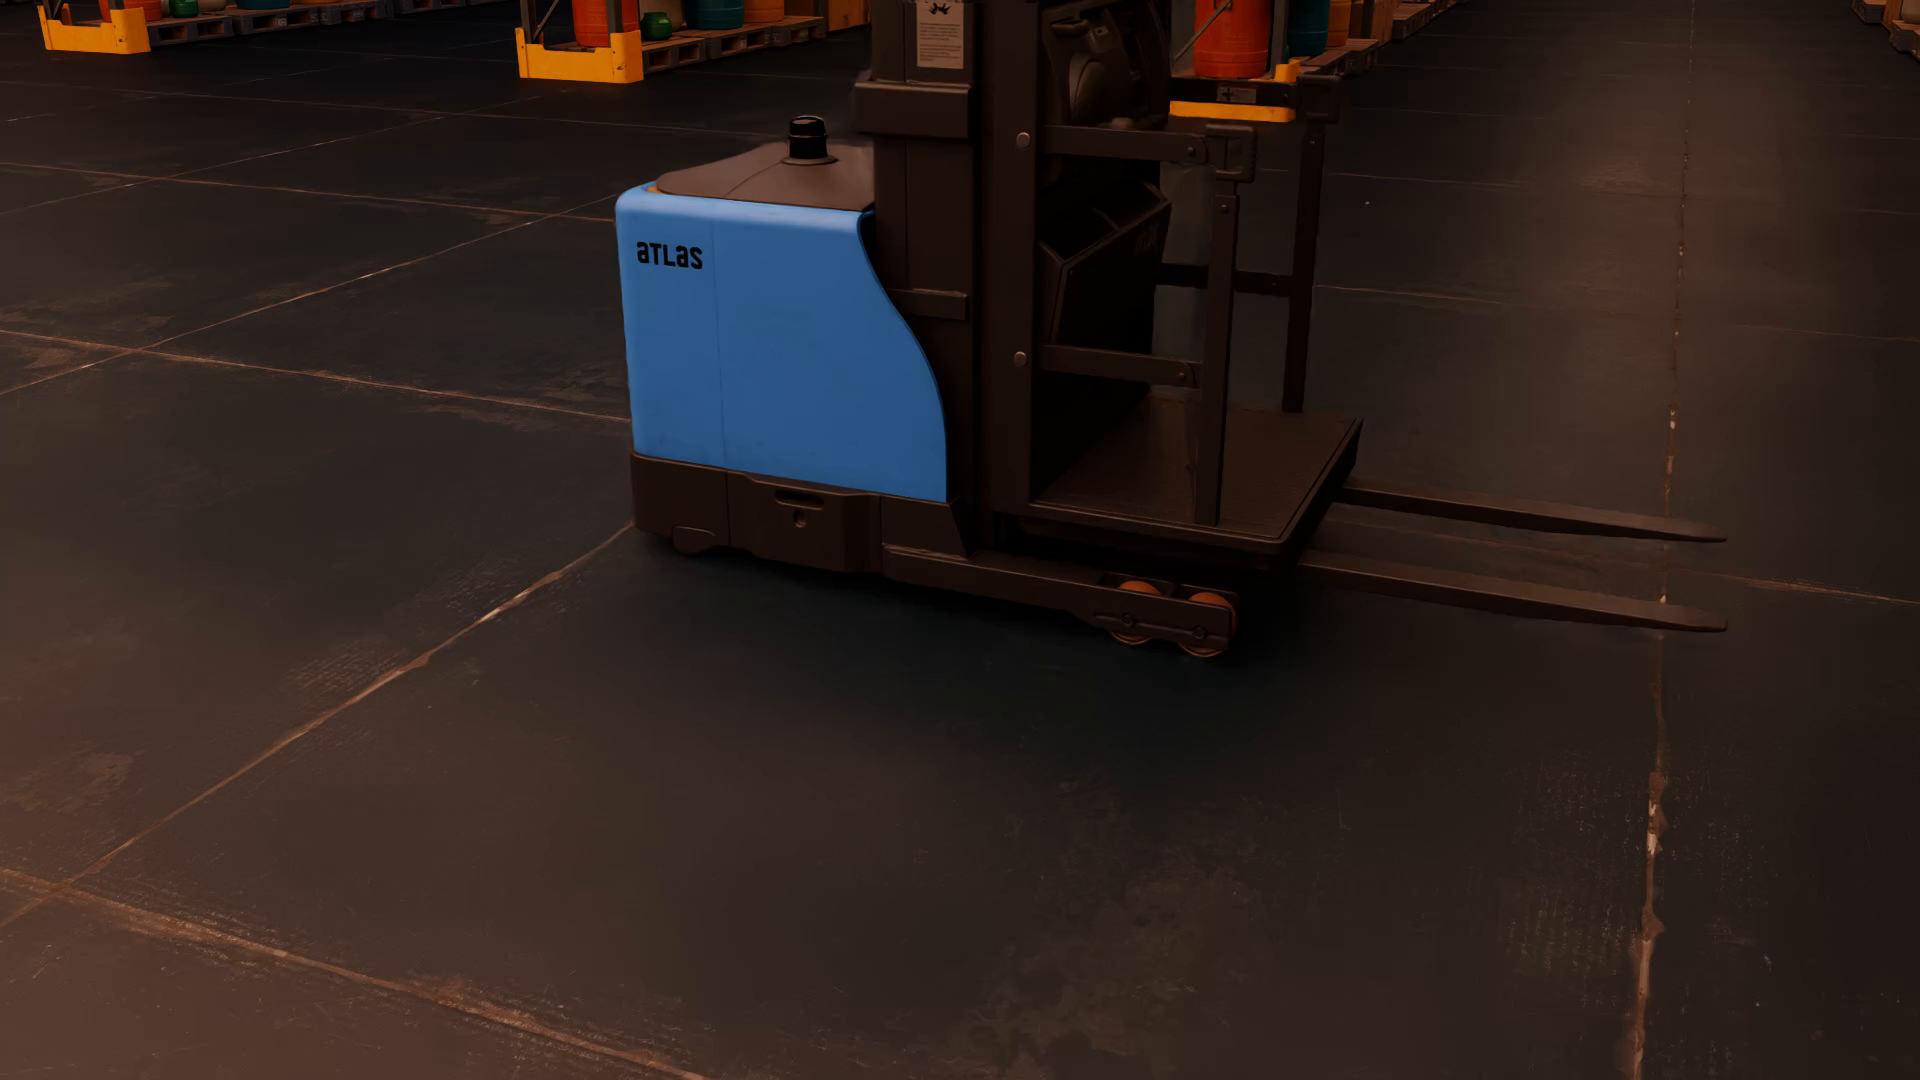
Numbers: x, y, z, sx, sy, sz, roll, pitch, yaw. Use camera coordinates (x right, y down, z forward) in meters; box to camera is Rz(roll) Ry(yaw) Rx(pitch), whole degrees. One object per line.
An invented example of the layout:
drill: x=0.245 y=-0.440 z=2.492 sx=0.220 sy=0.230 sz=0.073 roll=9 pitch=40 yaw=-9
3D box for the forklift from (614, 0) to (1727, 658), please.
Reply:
forklift: x=0.580 y=-1.278 z=4.349 sx=3.031 sy=2.935 sz=1.130 roll=9 pitch=24 yaw=21
